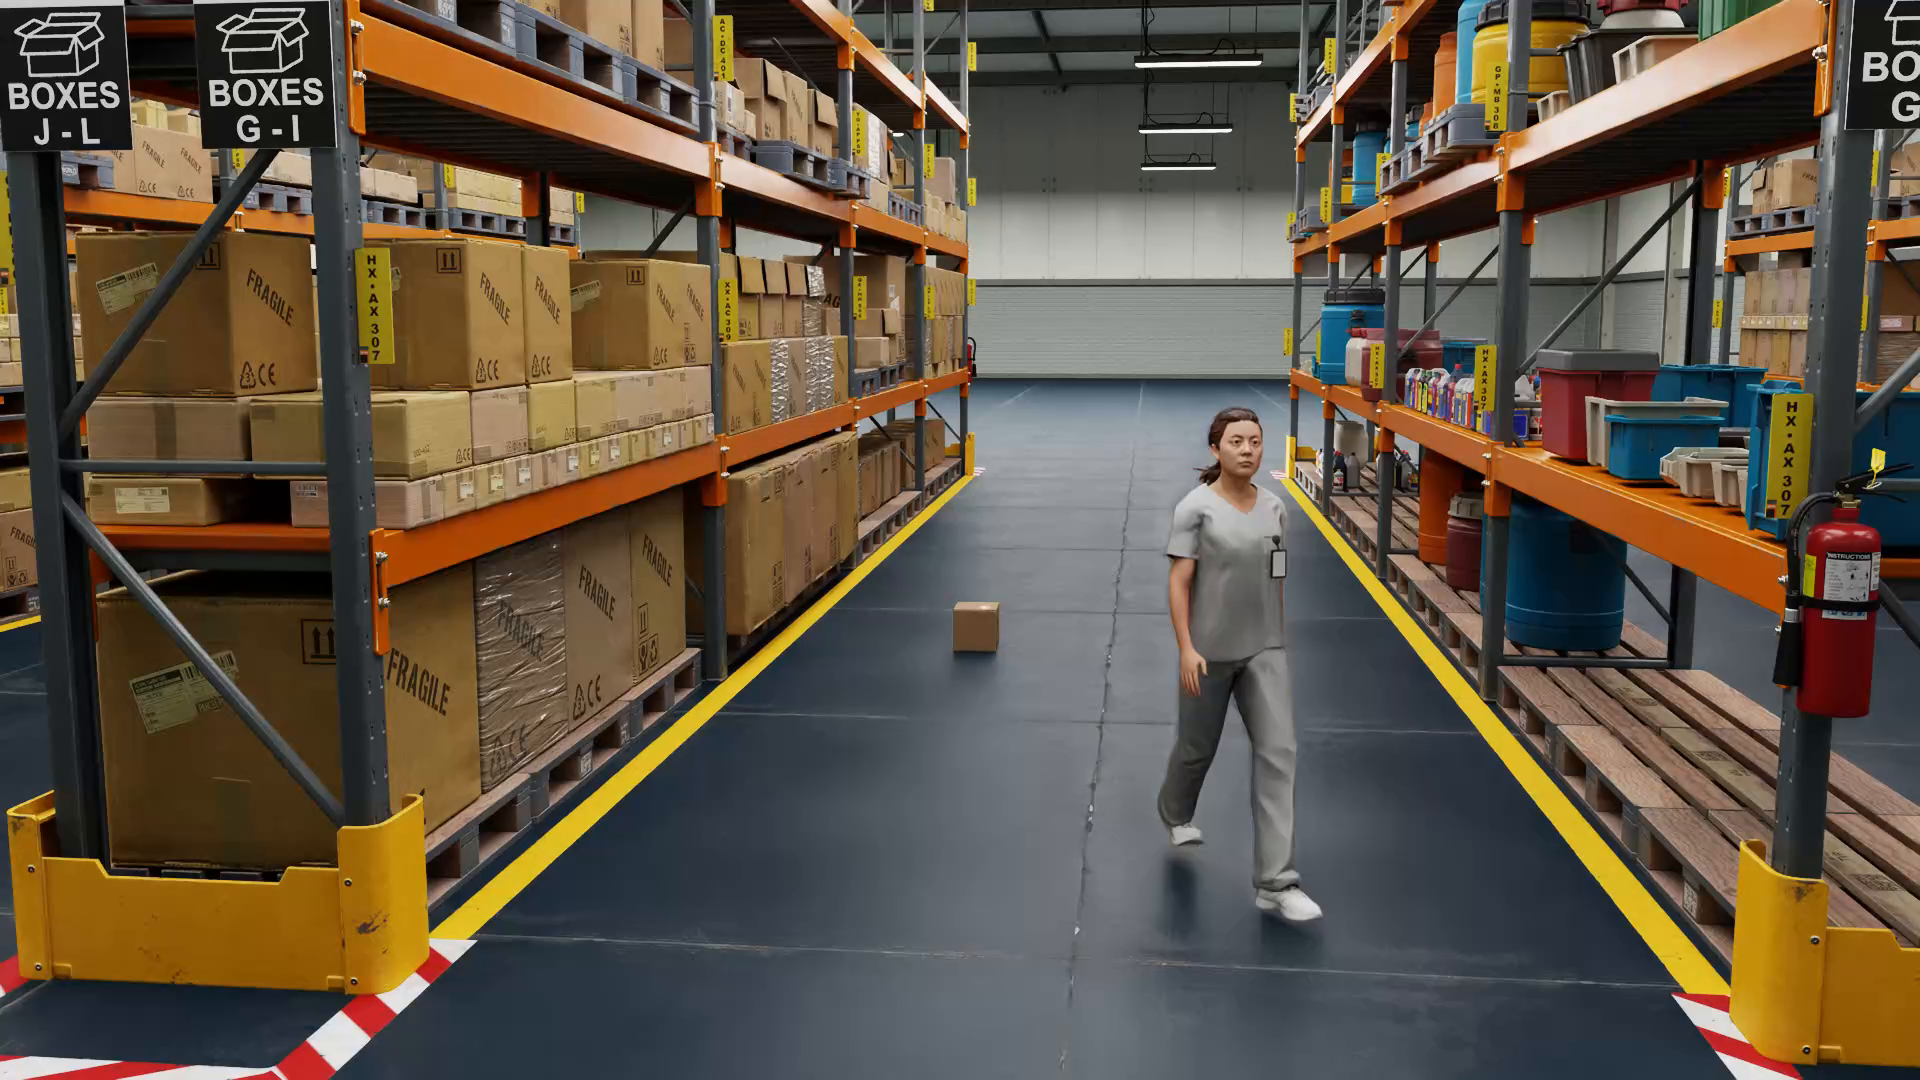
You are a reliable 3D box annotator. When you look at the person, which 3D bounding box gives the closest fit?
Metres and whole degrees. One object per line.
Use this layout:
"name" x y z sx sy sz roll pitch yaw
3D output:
"person" 0.908 0.369 5.575 0.459 1.625 1.013 -2 8 -12
